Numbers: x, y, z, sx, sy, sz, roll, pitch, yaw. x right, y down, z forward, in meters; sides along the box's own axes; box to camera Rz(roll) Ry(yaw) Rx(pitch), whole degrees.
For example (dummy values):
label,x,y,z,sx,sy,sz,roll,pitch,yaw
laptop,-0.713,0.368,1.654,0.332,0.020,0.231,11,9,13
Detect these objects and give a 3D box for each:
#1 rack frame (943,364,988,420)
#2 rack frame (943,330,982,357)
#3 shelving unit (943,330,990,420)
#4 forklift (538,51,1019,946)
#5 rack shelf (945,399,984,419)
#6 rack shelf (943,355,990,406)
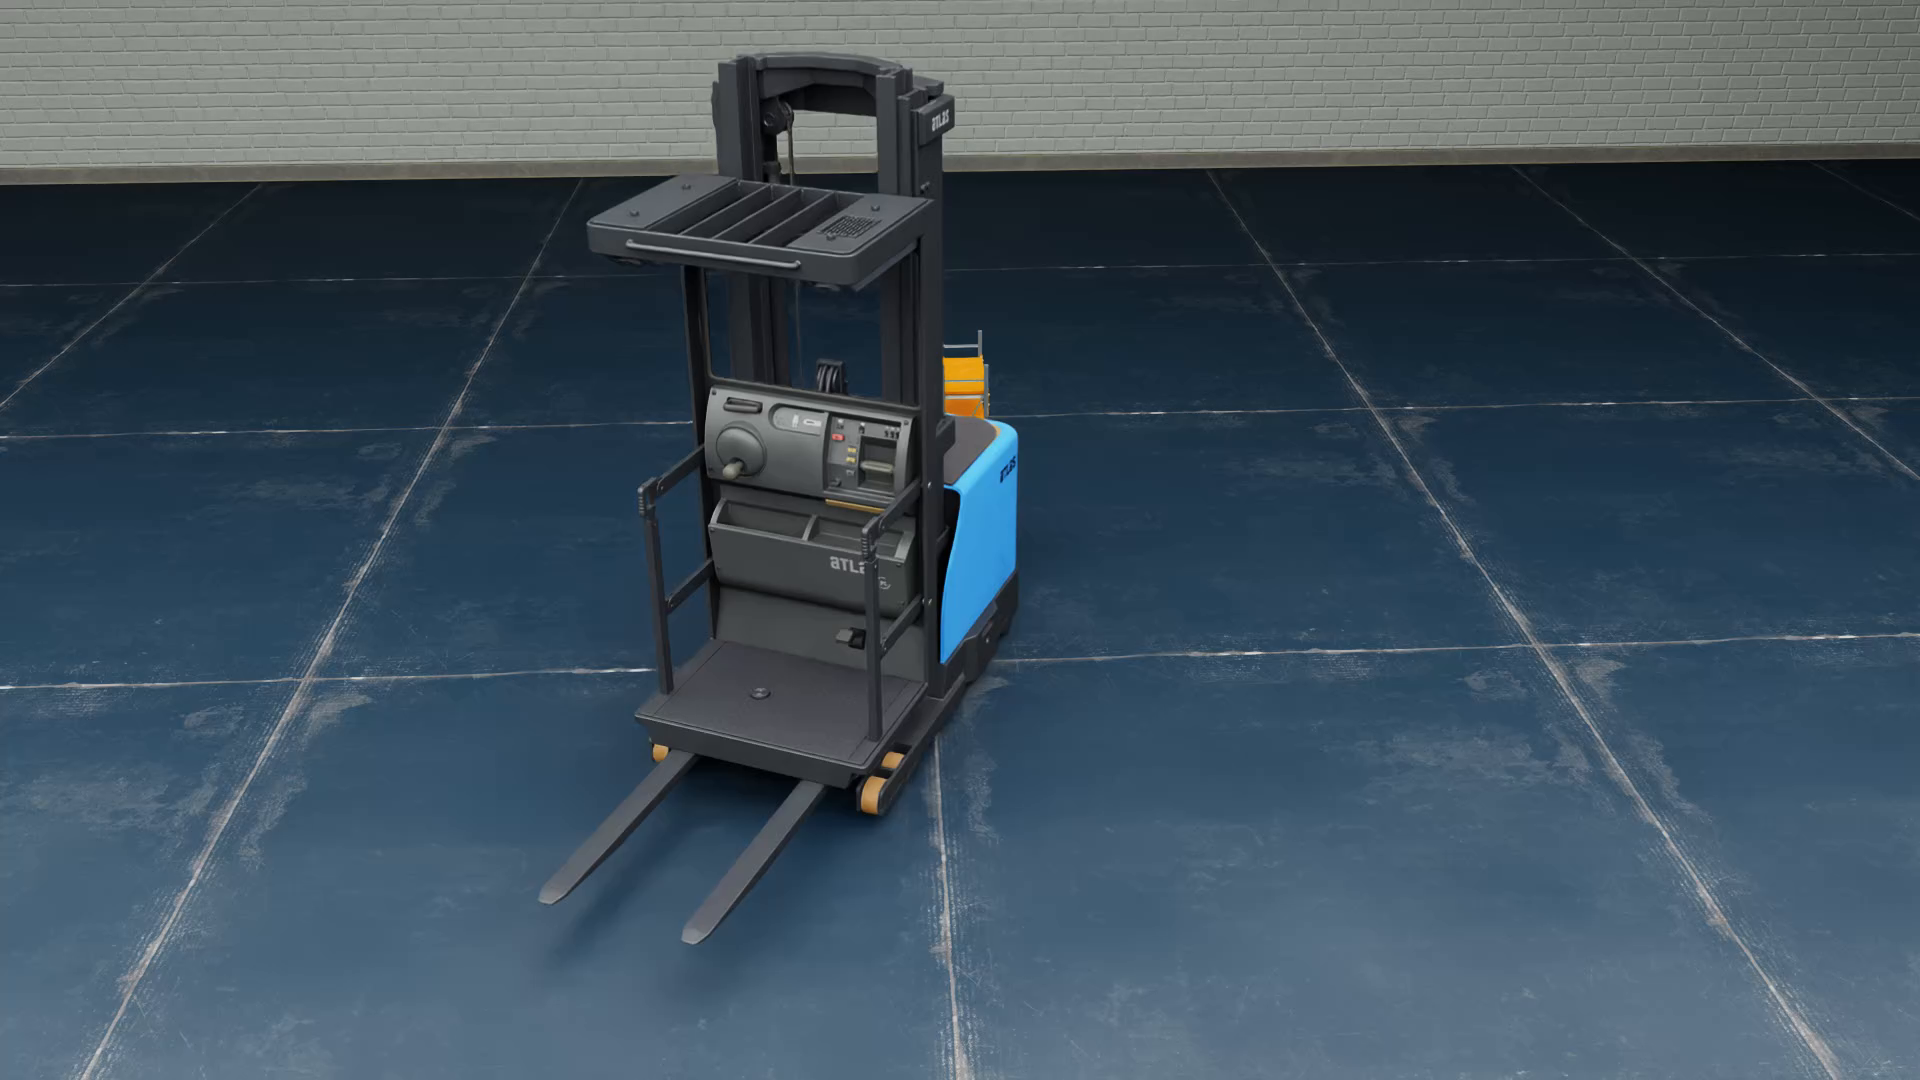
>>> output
label,x,y,z,sx,sy,sz,roll,pitch,yaw
rack frame,0.021,-0.343,8.610,0.240,1.200,0.015,-1,28,-3
rack frame,-0.004,-0.568,9.042,0.240,1.200,0.015,-1,28,-3
shelving unit,0.009,-0.456,8.826,0.258,1.200,0.503,-1,28,-3
forklift,-0.714,-0.355,6.761,1.130,2.935,3.031,10,29,19
rack shelf,0.009,-0.594,8.754,0.258,0.148,0.480,-1,28,-3
rack shelf,0.009,-0.804,8.644,0.258,0.148,0.480,-1,28,-3
